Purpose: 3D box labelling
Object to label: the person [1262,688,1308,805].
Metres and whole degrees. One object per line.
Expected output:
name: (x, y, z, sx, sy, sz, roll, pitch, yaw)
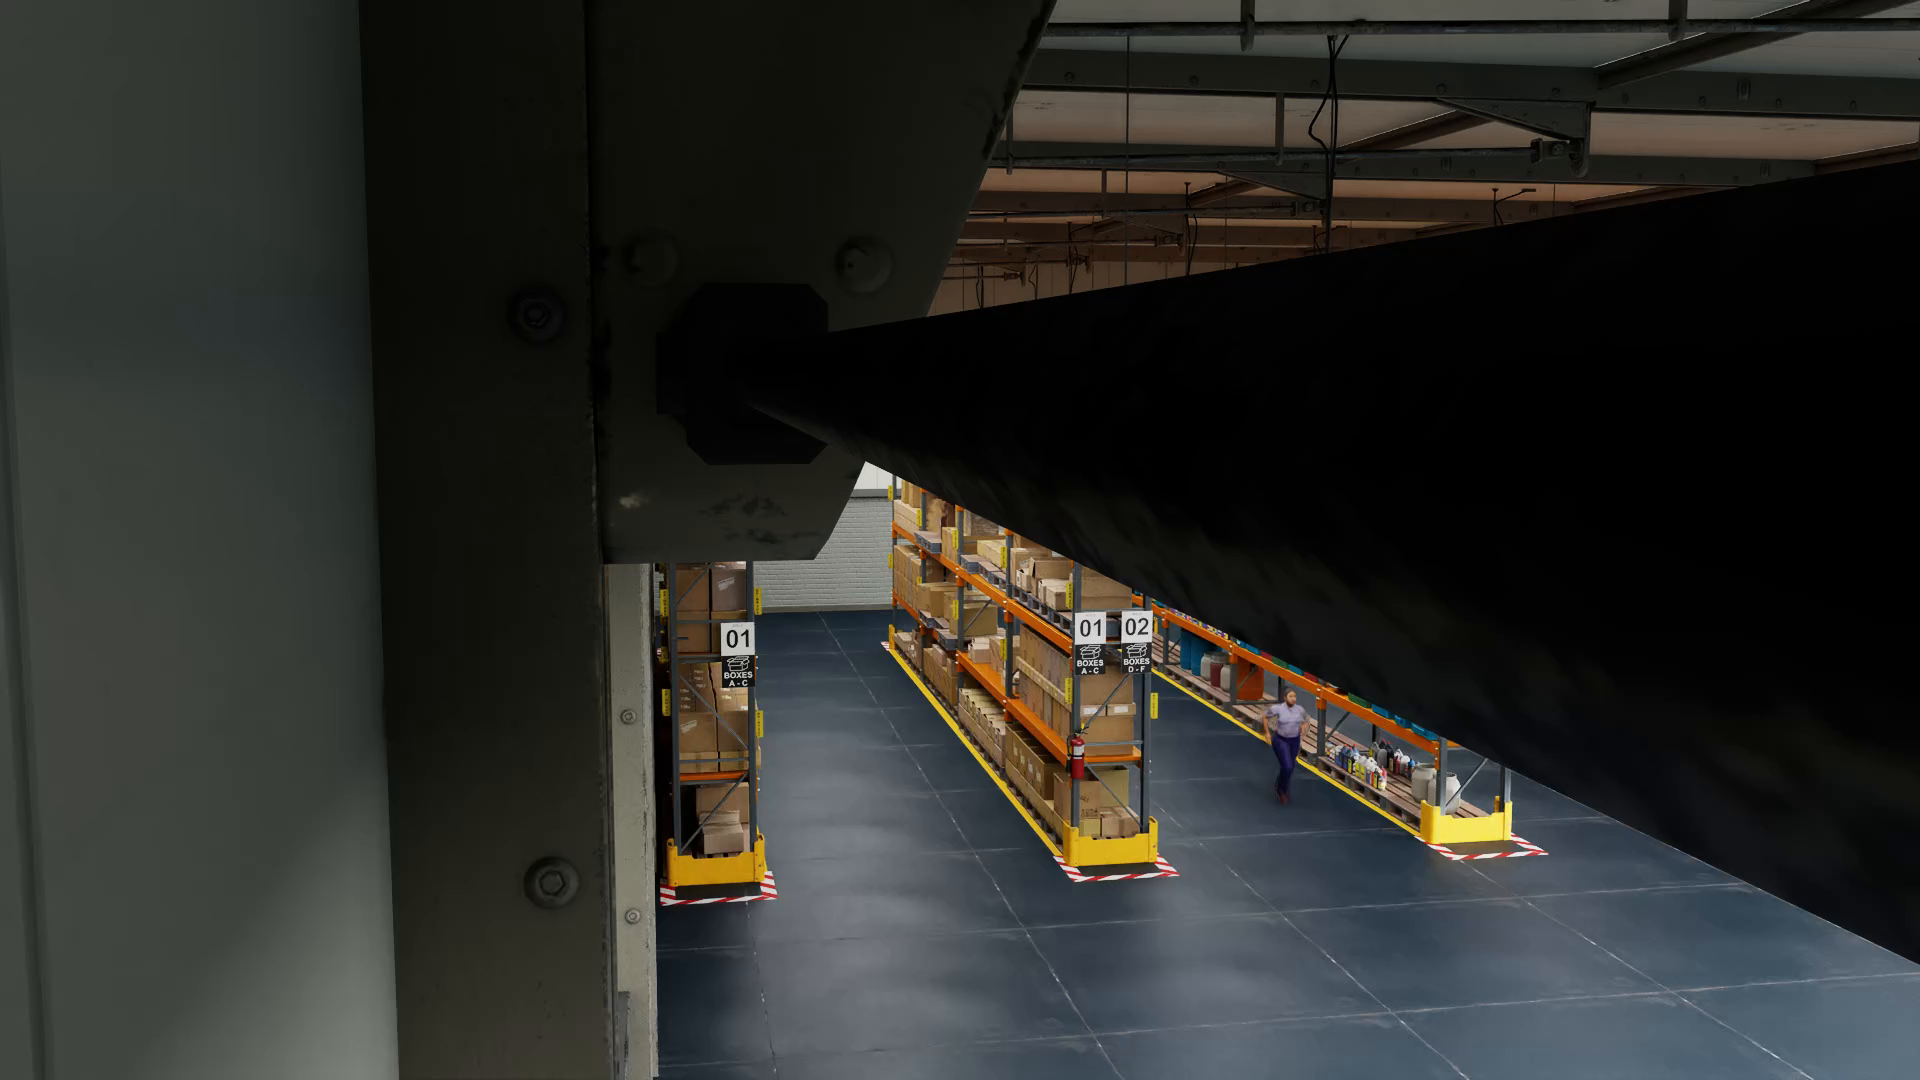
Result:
person: (4.694, 2.963, 23.831, 0.570, 1.666, 0.774, -2, 7, -19)
